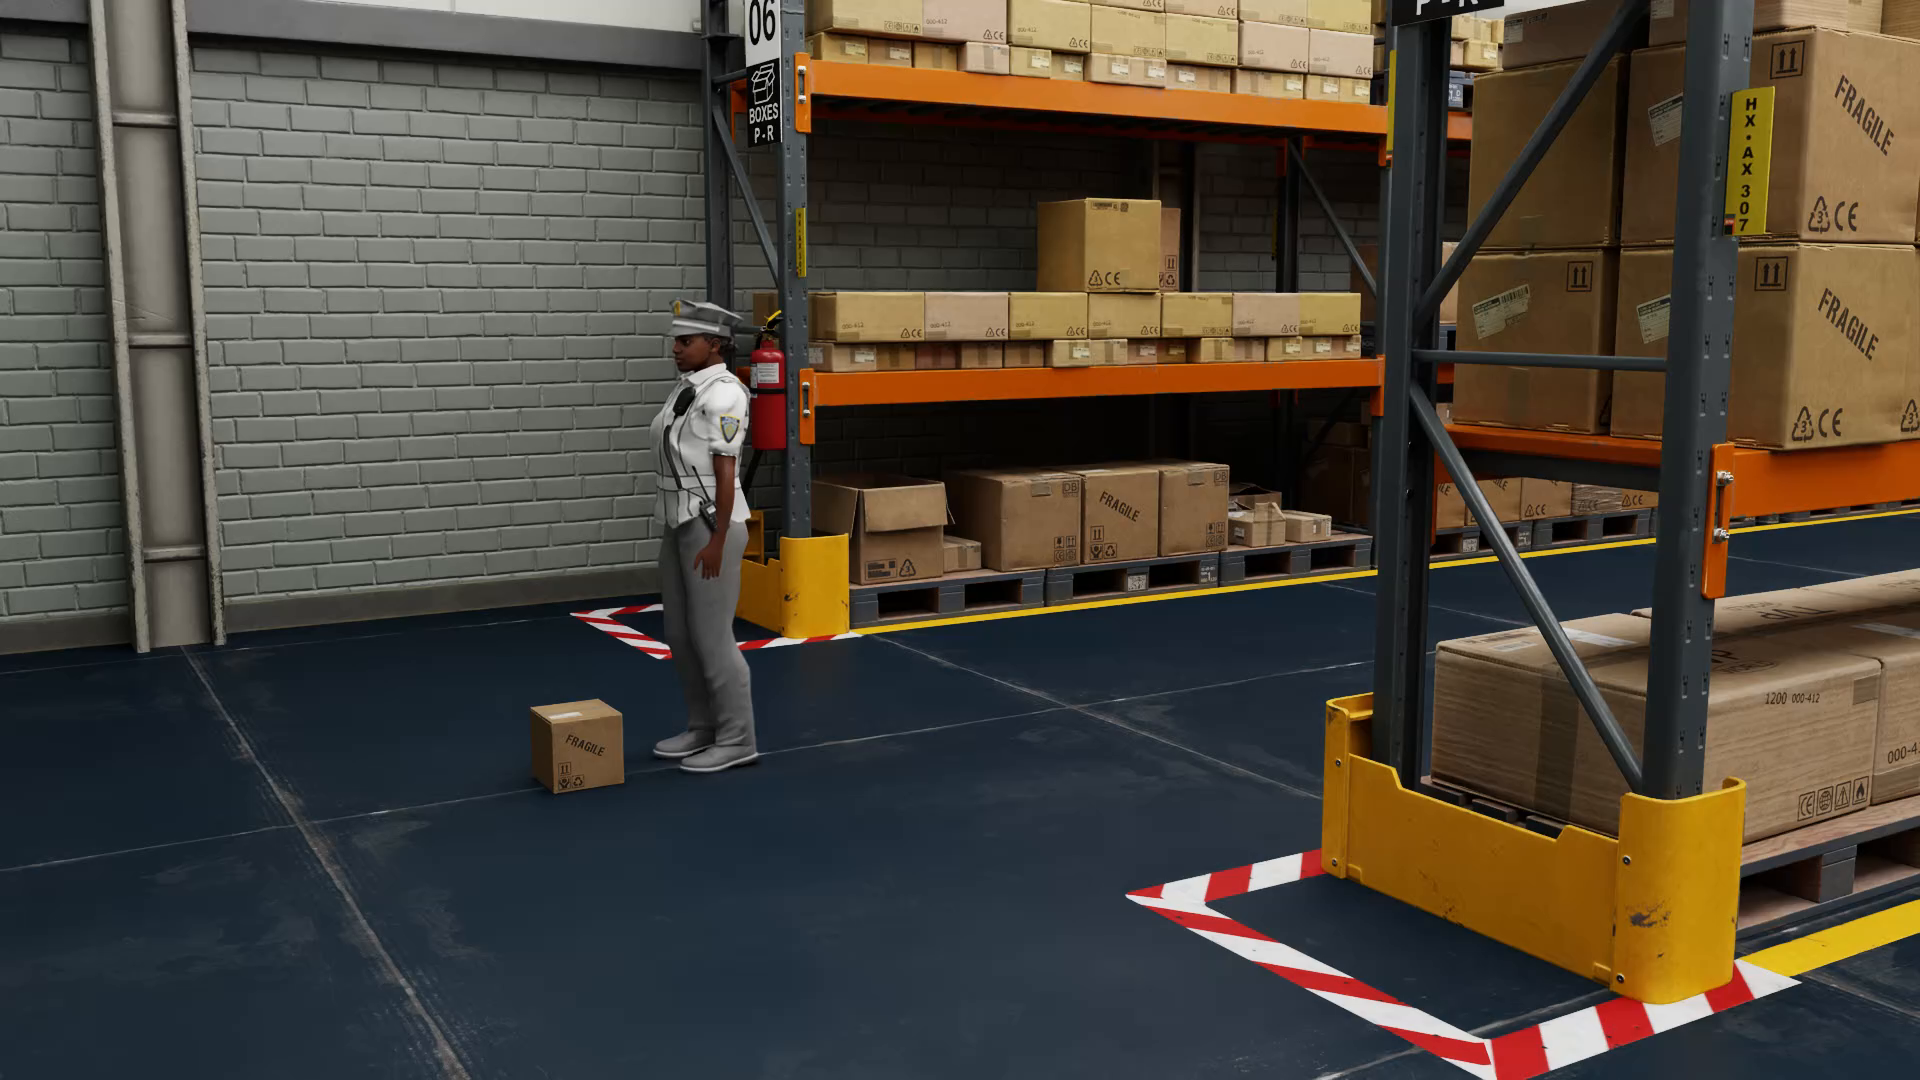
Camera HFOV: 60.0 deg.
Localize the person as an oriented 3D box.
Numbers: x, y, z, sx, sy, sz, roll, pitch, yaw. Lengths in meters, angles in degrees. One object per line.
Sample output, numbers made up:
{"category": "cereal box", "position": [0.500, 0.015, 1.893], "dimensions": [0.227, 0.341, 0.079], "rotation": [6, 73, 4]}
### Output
{"category": "person", "position": [-0.925, -0.019, 5.937], "dimensions": [0.341, 1.675, 0.435], "rotation": [-5, 10, -30]}
